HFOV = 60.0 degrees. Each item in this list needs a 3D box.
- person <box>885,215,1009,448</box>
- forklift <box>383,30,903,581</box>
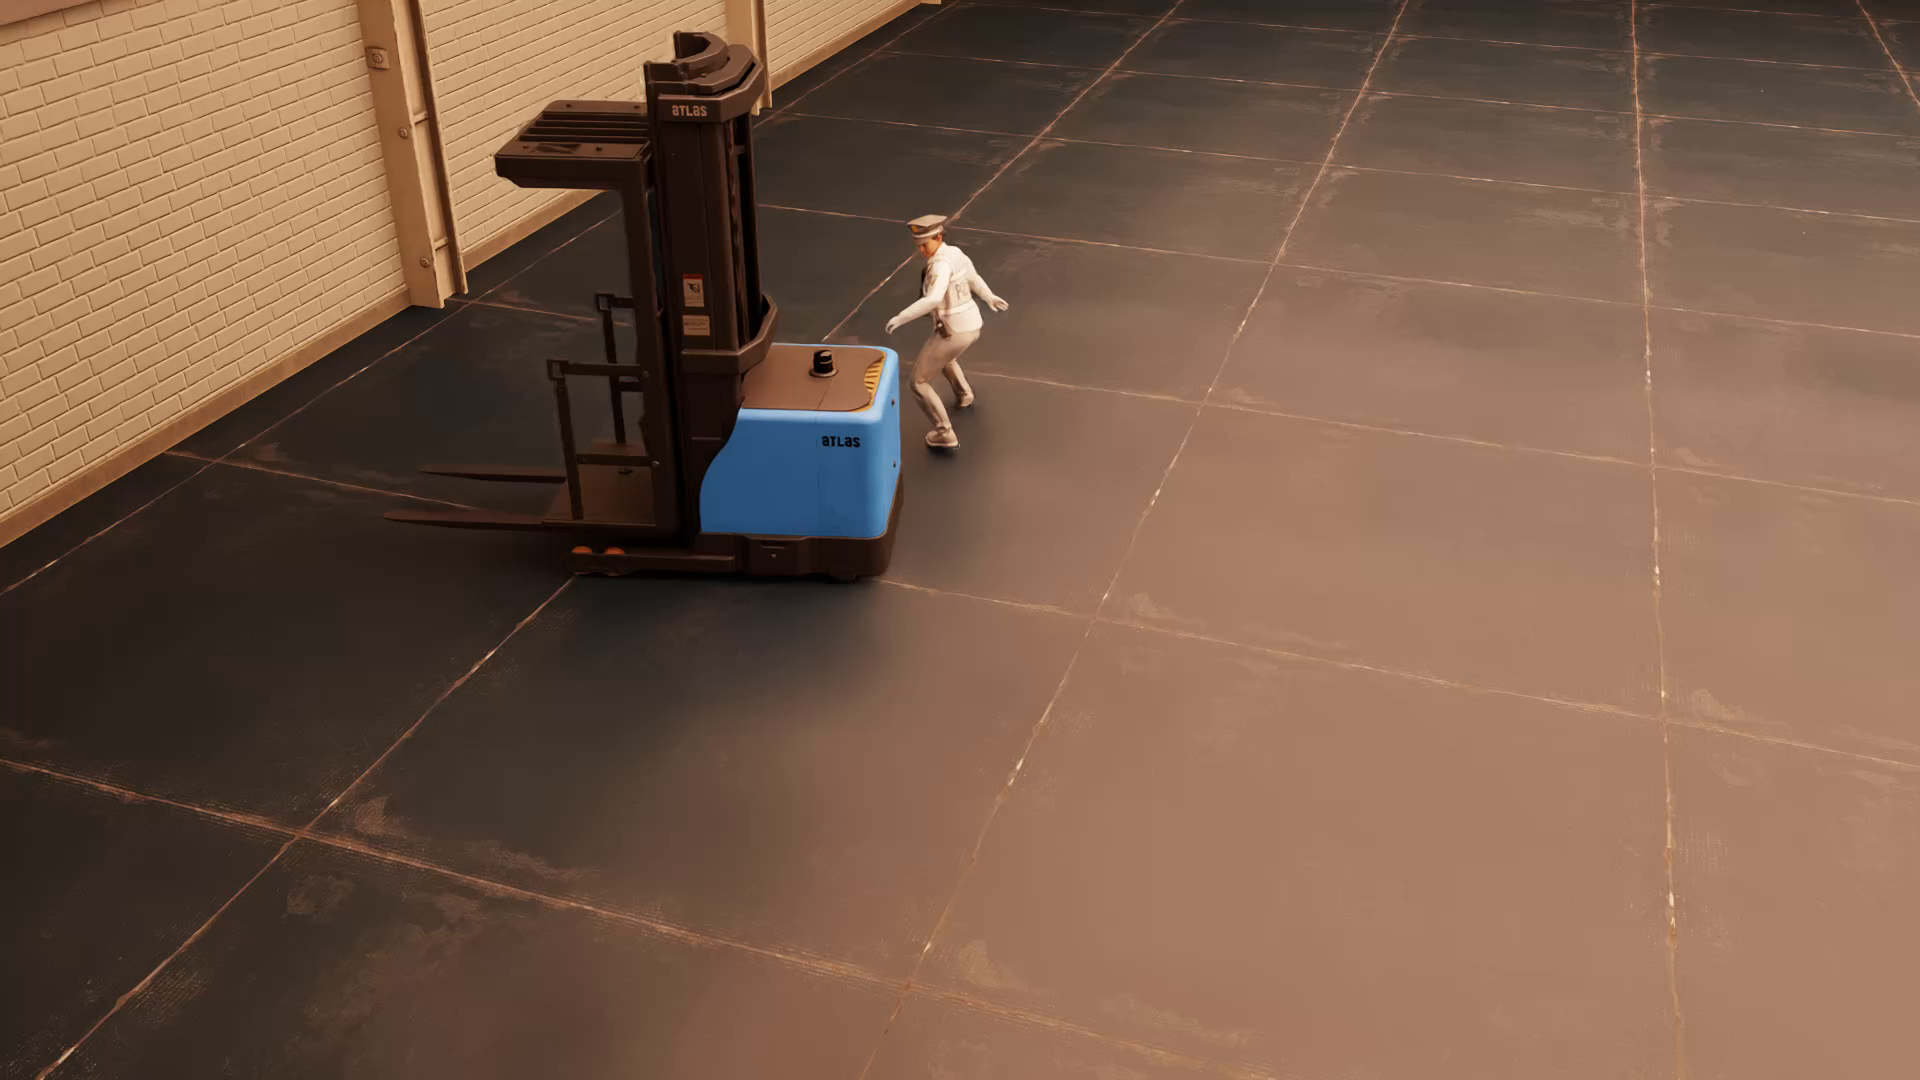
[{"bbox_3d":[-0.080,-1.391,11.121,0.534,1.606,0.973,11,31,18],"label":"person"},{"bbox_3d":[-1.897,-1.319,9.451,3.031,2.935,1.130,2,30,4],"label":"forklift"}]
